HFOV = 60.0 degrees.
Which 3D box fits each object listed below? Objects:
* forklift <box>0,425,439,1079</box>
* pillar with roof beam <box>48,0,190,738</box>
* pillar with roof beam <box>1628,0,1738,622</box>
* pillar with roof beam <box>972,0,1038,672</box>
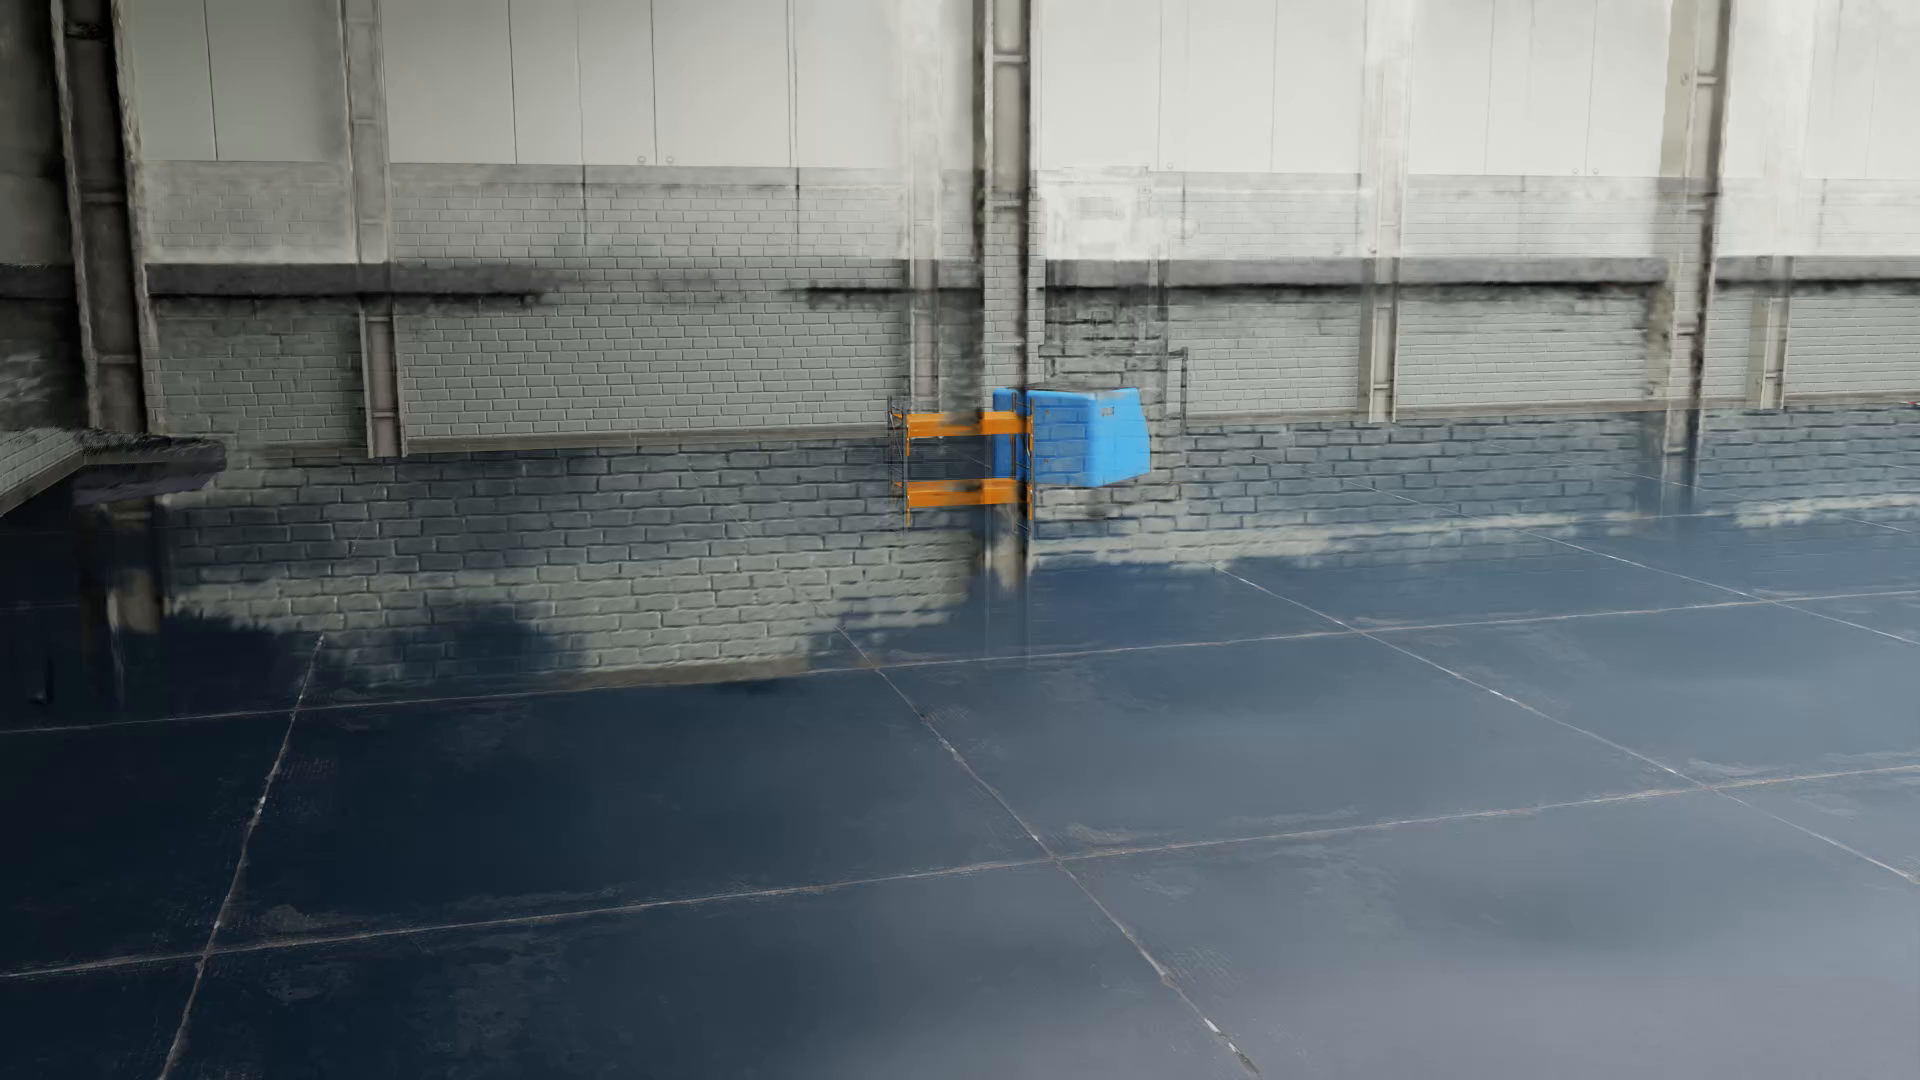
[{"bbox_3d":[1.460,-1.845,14.973,1.130,2.935,3.031,6,12,31],"label":"forklift"},{"bbox_3d":[0.770,-4.893,14.772,0.400,9.000,9.100,-3,11,-16],"label":"pillar with roof beam"},{"bbox_3d":[12.292,-5.501,18.071,0.400,9.000,9.100,-3,11,-16],"label":"pillar with roof beam"},{"bbox_3d":[6.531,-5.197,16.421,0.400,9.000,9.100,-3,11,-16],"label":"pillar with roof beam"}]
